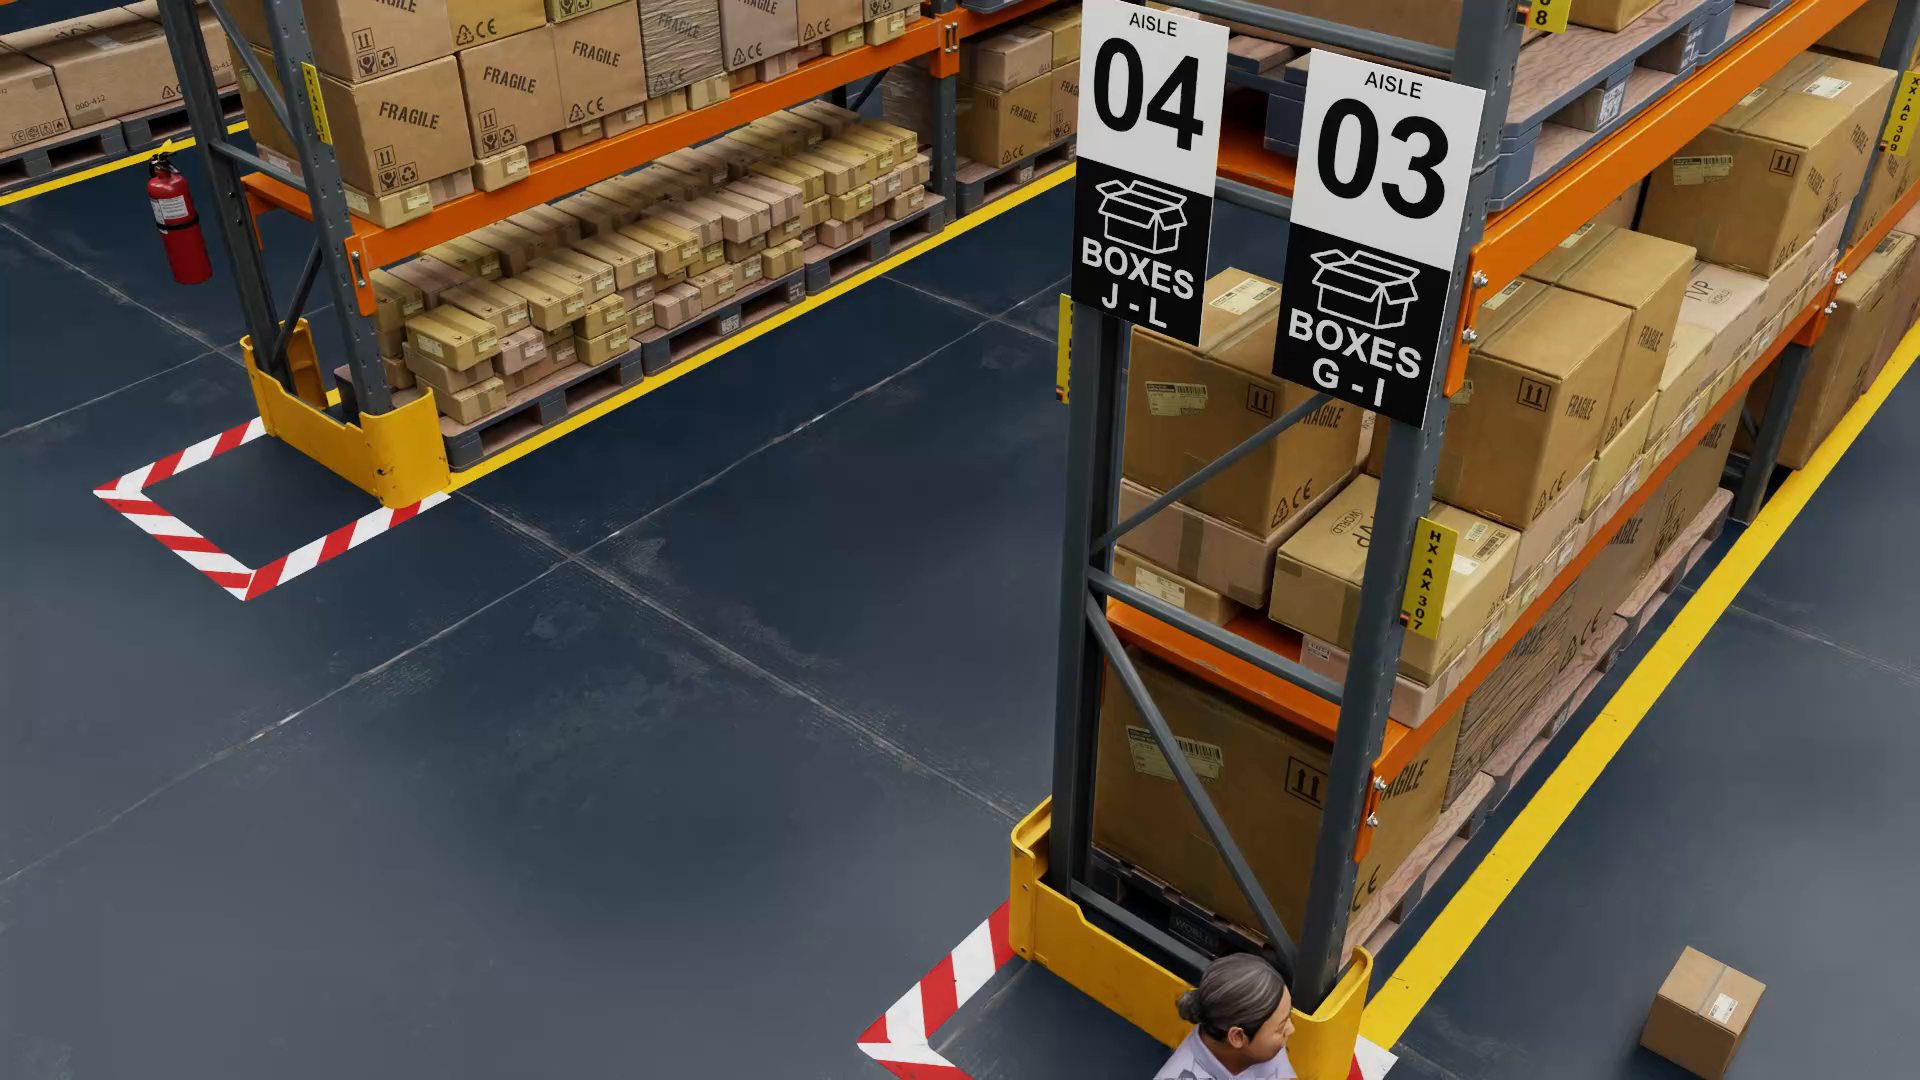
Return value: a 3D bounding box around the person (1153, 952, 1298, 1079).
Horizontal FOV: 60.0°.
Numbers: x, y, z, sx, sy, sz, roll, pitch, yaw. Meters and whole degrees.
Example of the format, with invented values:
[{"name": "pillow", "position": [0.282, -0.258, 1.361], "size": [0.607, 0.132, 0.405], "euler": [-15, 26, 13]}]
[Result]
[{"name": "person", "position": [0.608, 1.612, 3.889], "size": [0.432, 1.653, 0.527], "euler": [22, 41, 28]}]
